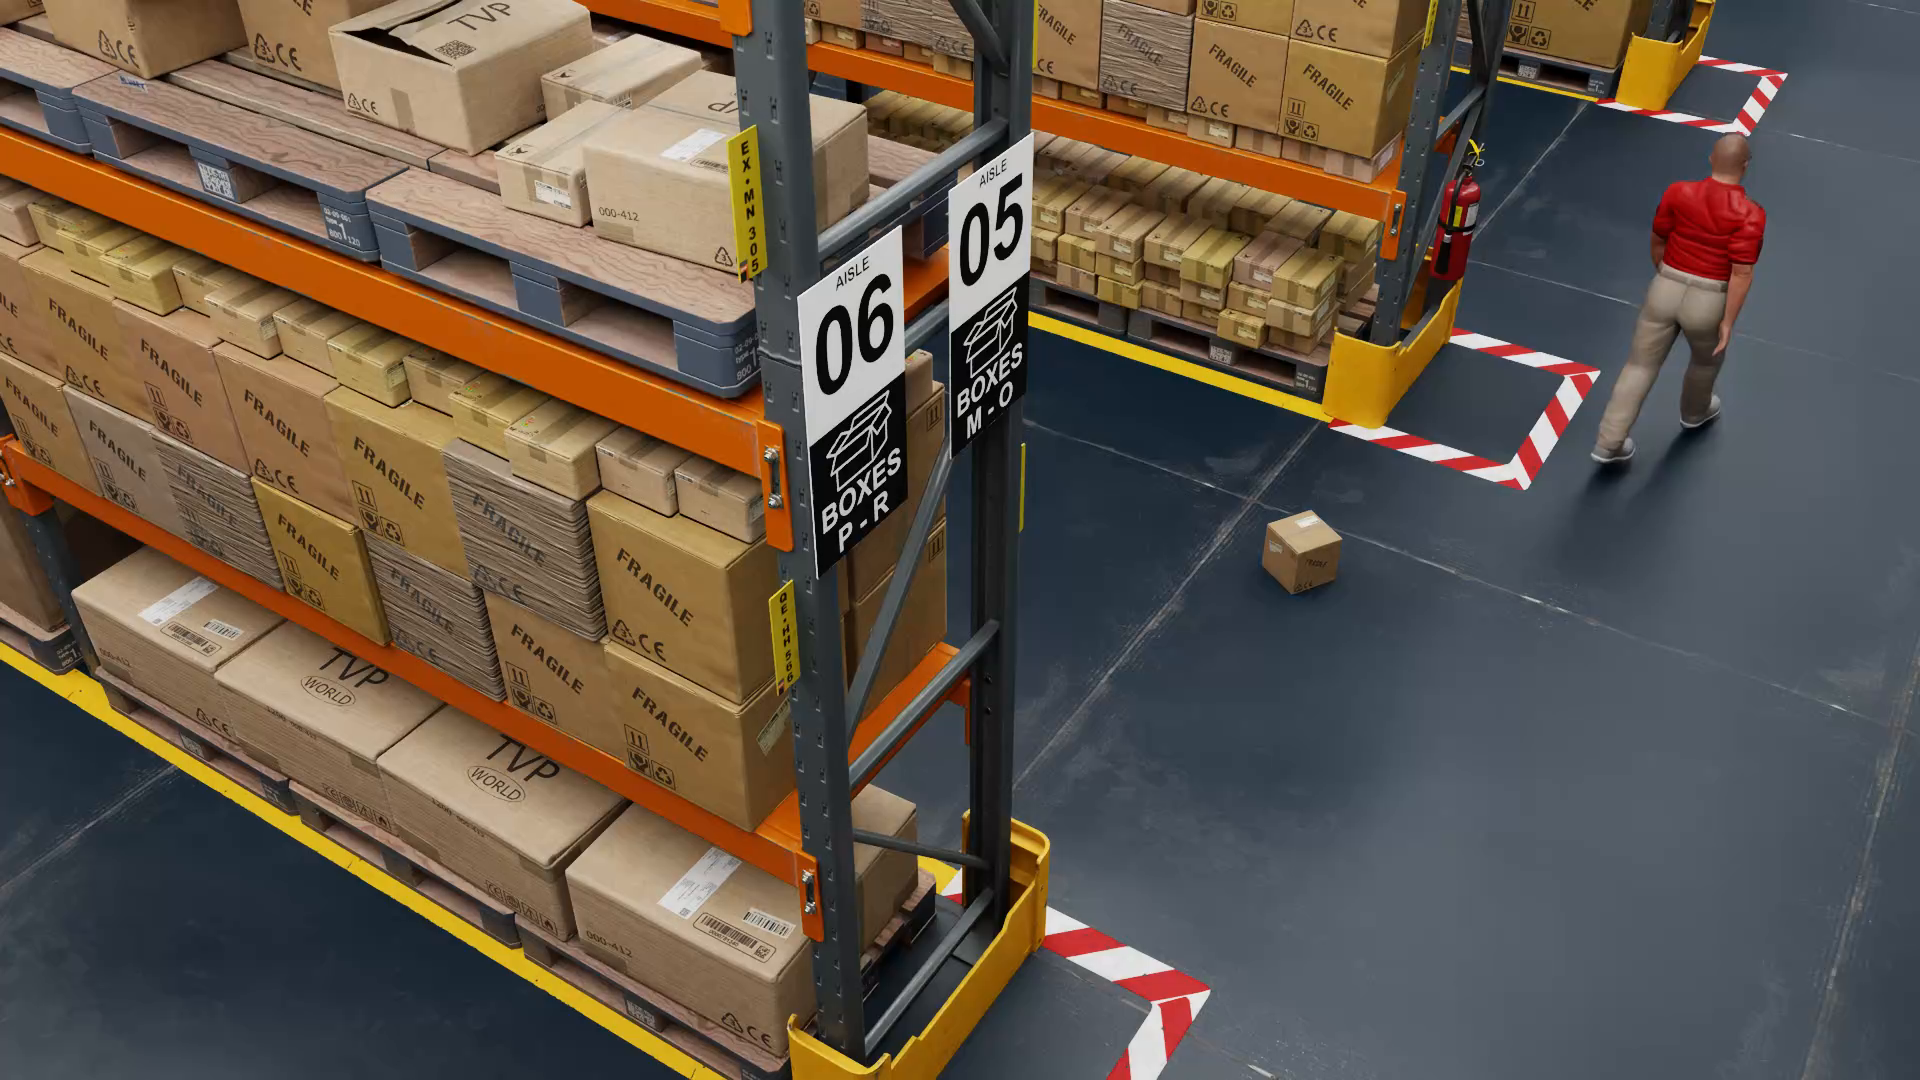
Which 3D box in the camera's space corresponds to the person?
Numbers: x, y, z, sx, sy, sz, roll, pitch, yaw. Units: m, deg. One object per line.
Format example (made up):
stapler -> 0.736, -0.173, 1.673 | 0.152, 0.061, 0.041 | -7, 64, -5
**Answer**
person -> 3.615, -1.210, 8.217 | 0.541, 1.668, 1.015 | 27, 45, 30
